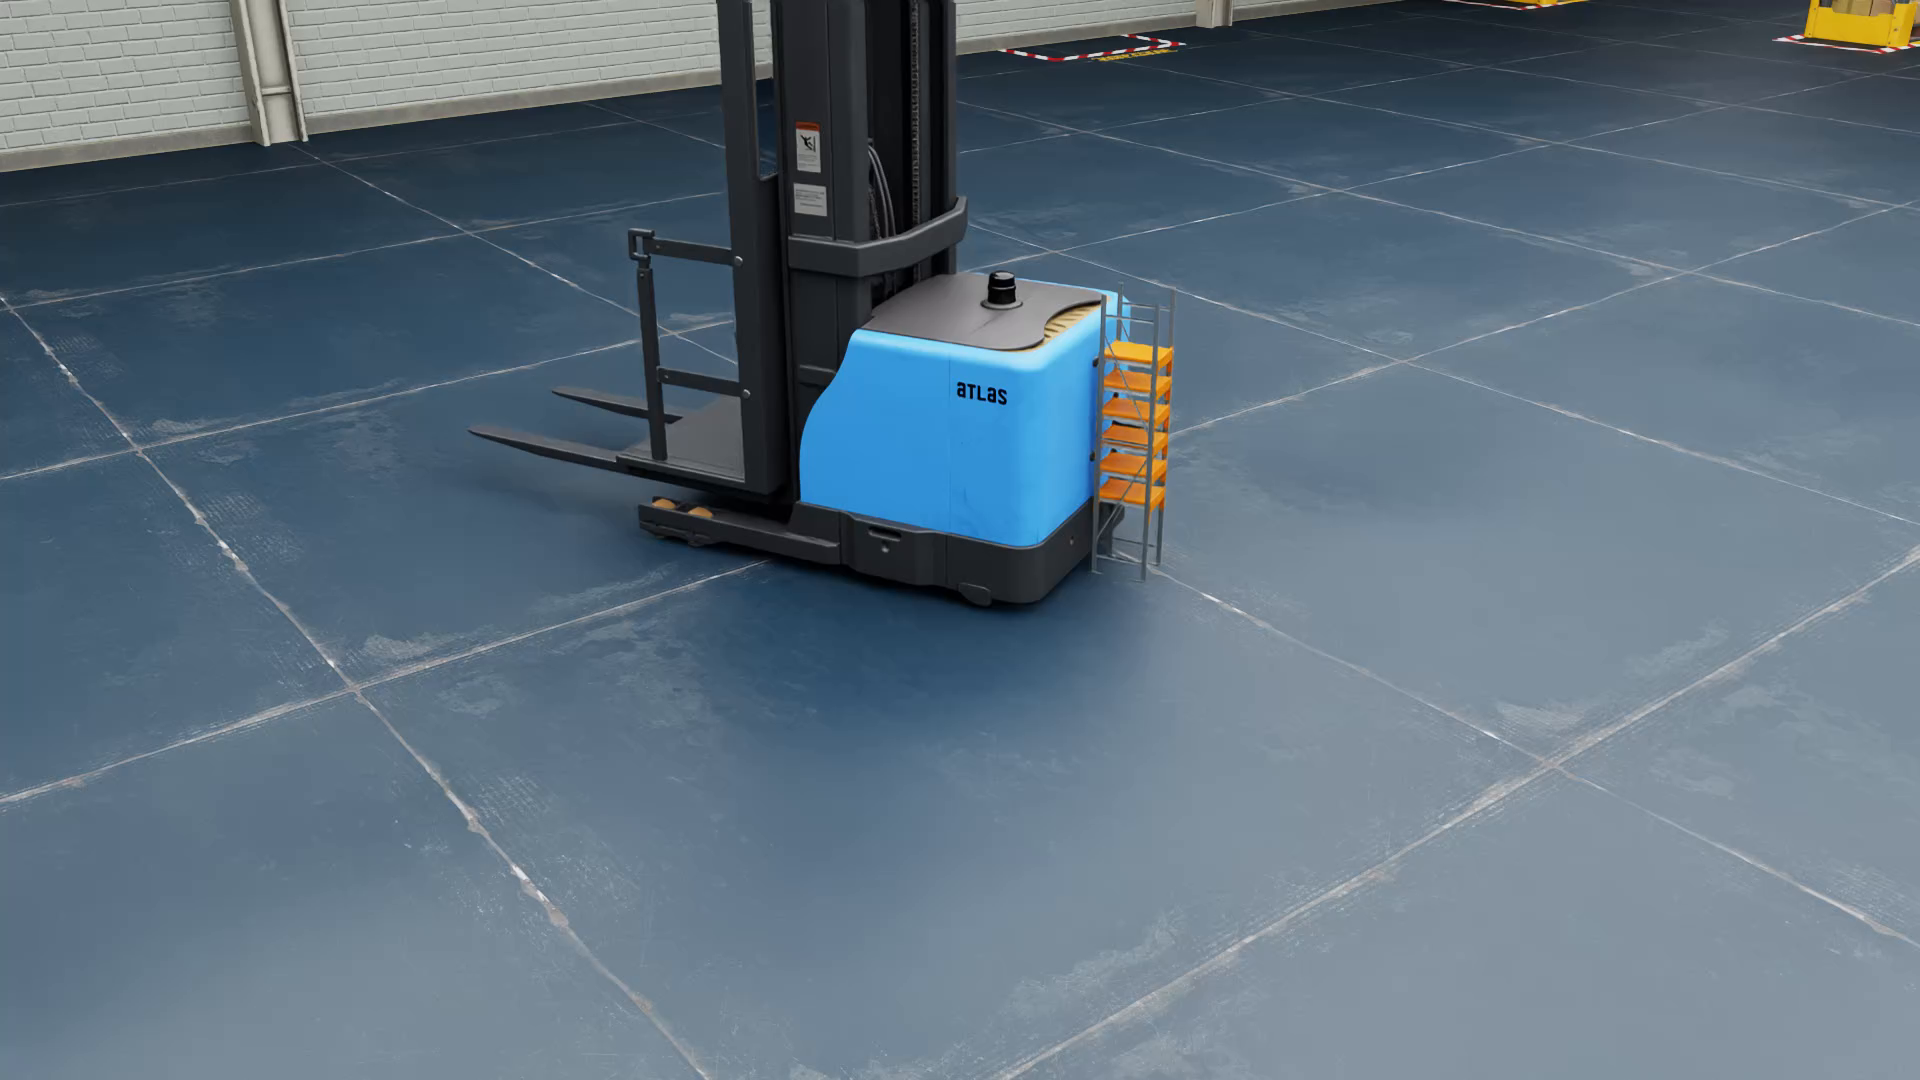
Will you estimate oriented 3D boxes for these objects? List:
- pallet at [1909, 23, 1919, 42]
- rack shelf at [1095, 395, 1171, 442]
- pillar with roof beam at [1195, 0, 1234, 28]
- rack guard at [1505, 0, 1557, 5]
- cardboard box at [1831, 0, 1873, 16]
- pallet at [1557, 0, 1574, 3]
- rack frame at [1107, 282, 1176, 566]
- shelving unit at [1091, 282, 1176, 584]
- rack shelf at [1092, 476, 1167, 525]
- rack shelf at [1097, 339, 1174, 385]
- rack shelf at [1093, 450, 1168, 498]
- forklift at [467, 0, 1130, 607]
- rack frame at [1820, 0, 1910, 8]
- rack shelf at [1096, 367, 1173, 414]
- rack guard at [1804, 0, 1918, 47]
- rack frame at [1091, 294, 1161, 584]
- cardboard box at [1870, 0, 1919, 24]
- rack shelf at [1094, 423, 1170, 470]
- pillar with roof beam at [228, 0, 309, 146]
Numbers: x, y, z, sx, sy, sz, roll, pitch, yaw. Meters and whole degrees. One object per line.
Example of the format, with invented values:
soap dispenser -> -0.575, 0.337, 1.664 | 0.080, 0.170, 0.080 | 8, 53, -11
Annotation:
pallet -> 11.650, -6.483, 20.967 | 1.213, 0.211, 1.003 | -18, 31, -34
rack shelf -> 0.698, -0.490, 6.702 | 0.258, 0.103, 0.180 | 11, 27, 23
pillar with roof beam -> 5.966, -9.380, 16.771 | 0.400, 9.000, 9.100 | -18, 31, -34
rack guard -> 8.074, -8.061, 24.025 | 0.348, 0.500, 1.175 | -18, 31, -34
cardboard box -> 11.314, -6.715, 20.924 | 0.500, 0.250, 0.500 | -18, 31, -34
pallet -> 8.735, -8.129, 24.515 | 1.213, 0.211, 1.003 | -18, 31, -34
rack frame -> 0.737, -0.456, 6.808 | 0.240, 1.200, 0.006 | 11, 27, 23
shelving unit -> 0.698, -0.422, 6.733 | 0.258, 1.200, 0.189 | 11, 27, 23
rack shelf -> 0.698, -0.164, 6.853 | 0.258, 0.103, 0.180 | 11, 27, 23
rack shelf -> 0.698, -0.708, 6.601 | 0.258, 0.103, 0.180 | 11, 27, 23
rack shelf -> 0.698, -0.273, 6.803 | 0.258, 0.103, 0.180 | 11, 27, 23
forklift -> -0.828, -1.484, 6.967 | 3.031, 2.935, 1.130 | 12, 28, 24
rack frame -> 11.074, -7.535, 19.922 | 0.127, 3.000, 1.000 | -18, 31, -34
rack shelf -> 0.698, -0.599, 6.651 | 0.258, 0.103, 0.180 | 11, 27, 23
rack guard -> 11.055, -6.395, 20.435 | 0.348, 0.500, 1.175 | -18, 31, -34
rack frame -> 0.658, -0.387, 6.659 | 0.240, 1.200, 0.006 | 11, 27, 23
cardboard box -> 11.633, -6.544, 20.554 | 0.500, 0.250, 0.500 | -18, 31, -34
rack shelf -> 0.698, -0.381, 6.752 | 0.258, 0.103, 0.180 | 11, 27, 23
pillar with roof beam -> -3.477, -6.263, 10.054 | 0.400, 9.000, 9.100 | -18, 31, -34
